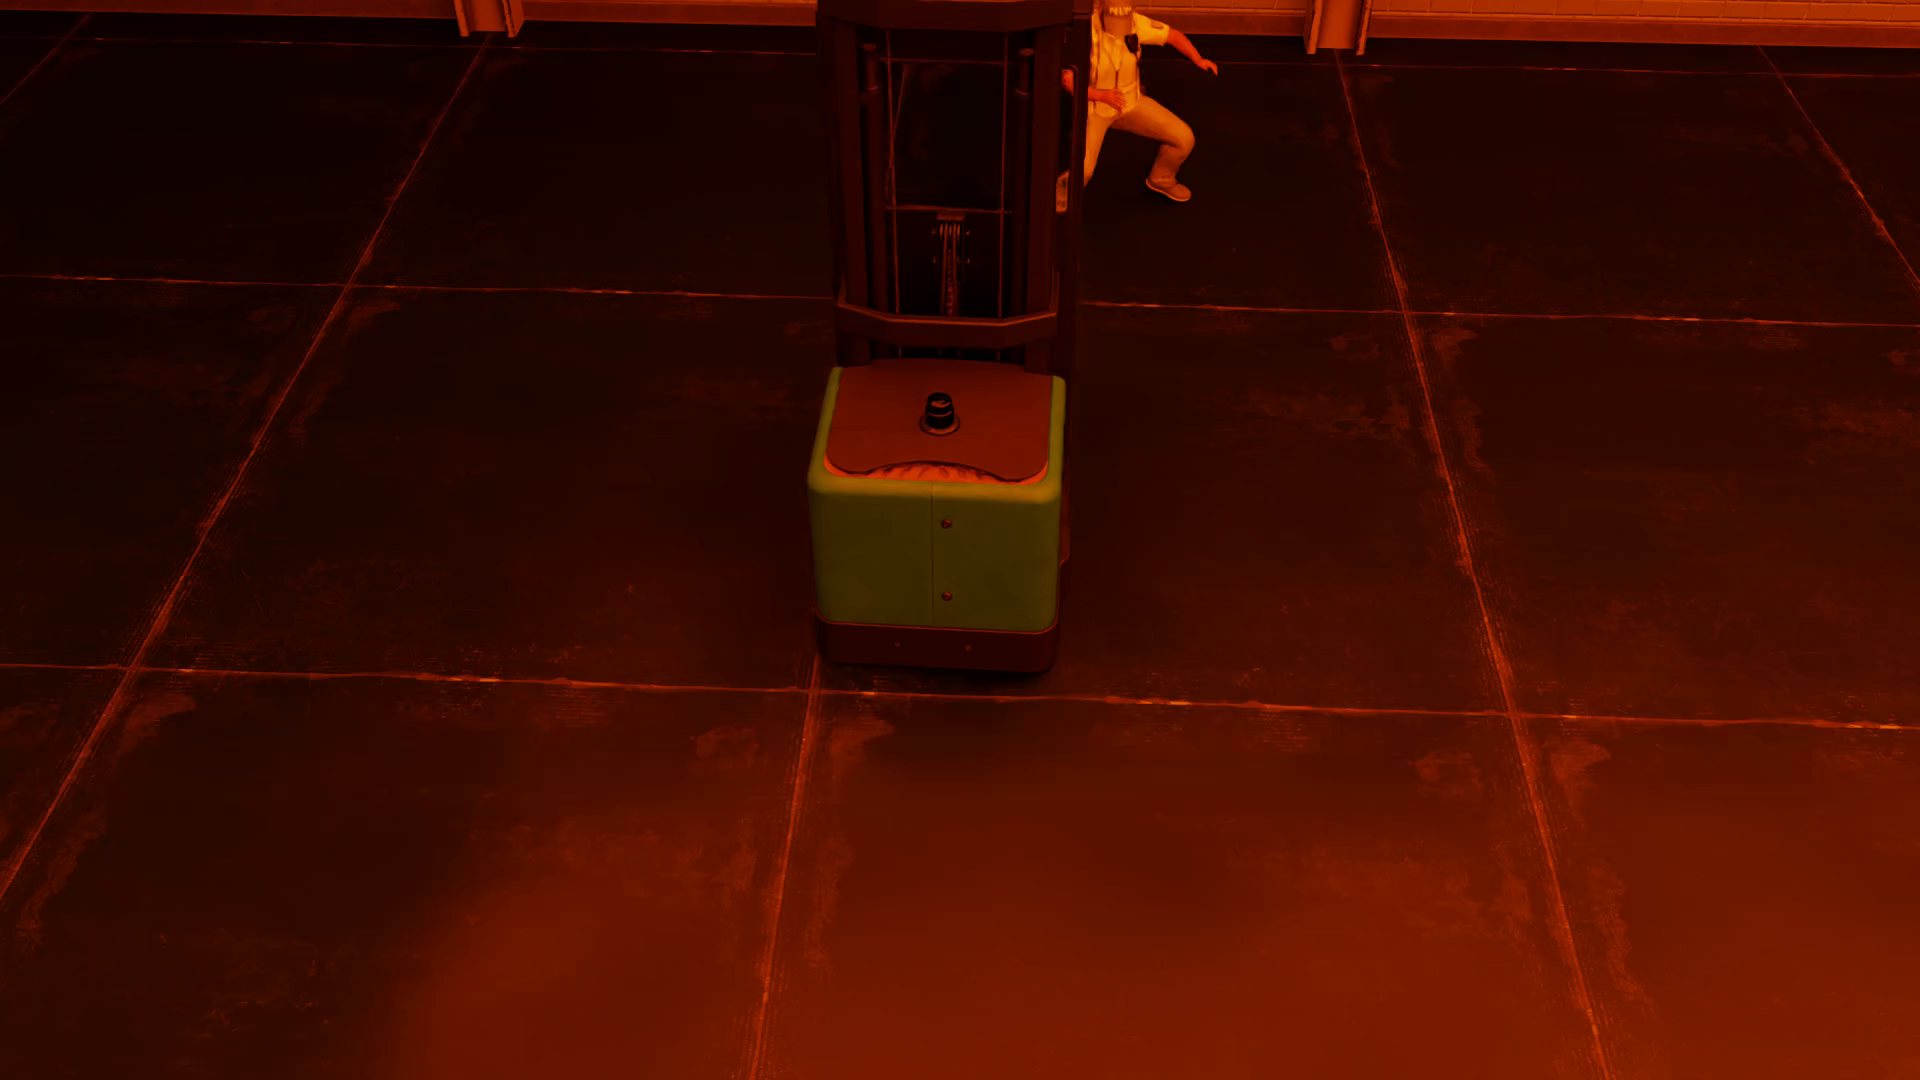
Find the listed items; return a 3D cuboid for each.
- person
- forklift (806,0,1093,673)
[{"bbox_3d":[0.921,-2.473,9.554,1.081,1.426,0.712,-13,44,-14],"label":"person"},{"bbox_3d":[-0.005,-1.495,7.379,1.130,2.935,3.031,3,42,3],"label":"forklift"}]
